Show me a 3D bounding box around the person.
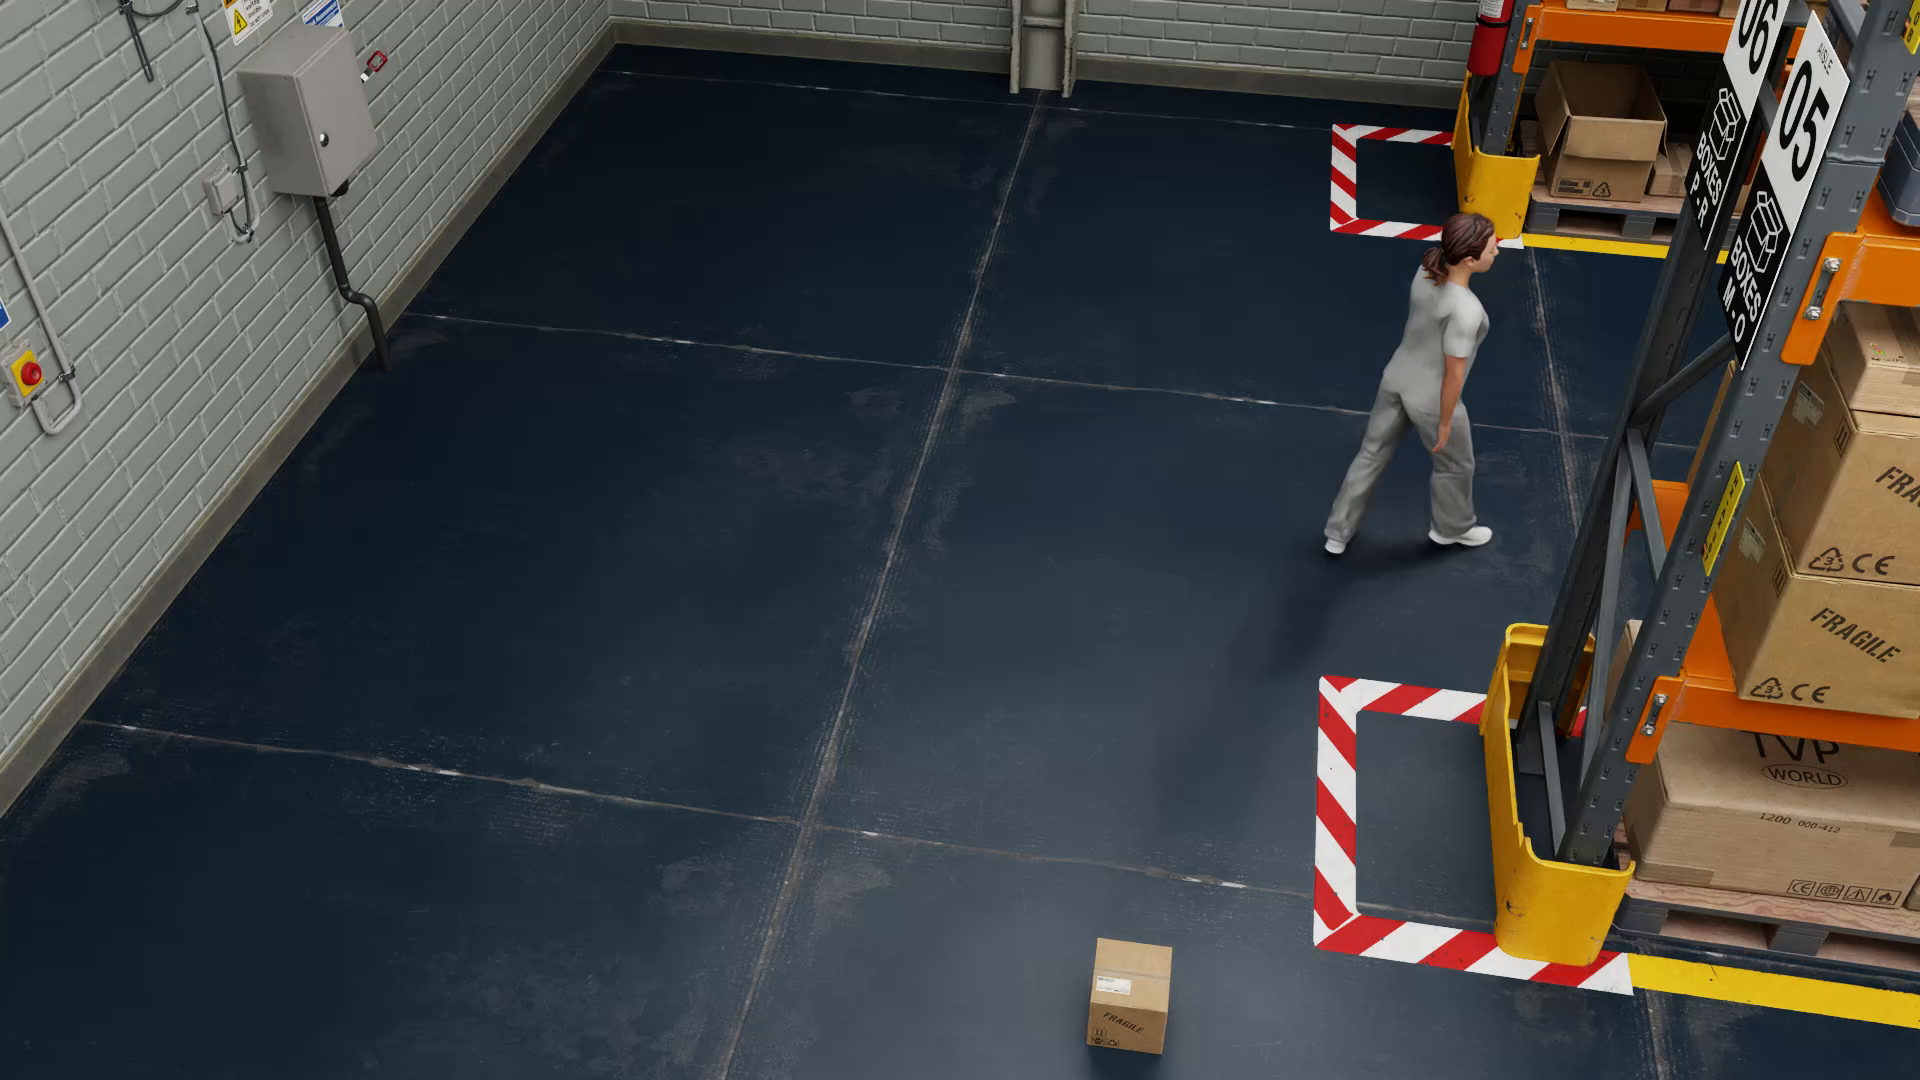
[{"bbox_3d":[1.977,-0.622,6.871,0.759,1.665,0.496,-17,44,-19],"label":"person"}]
